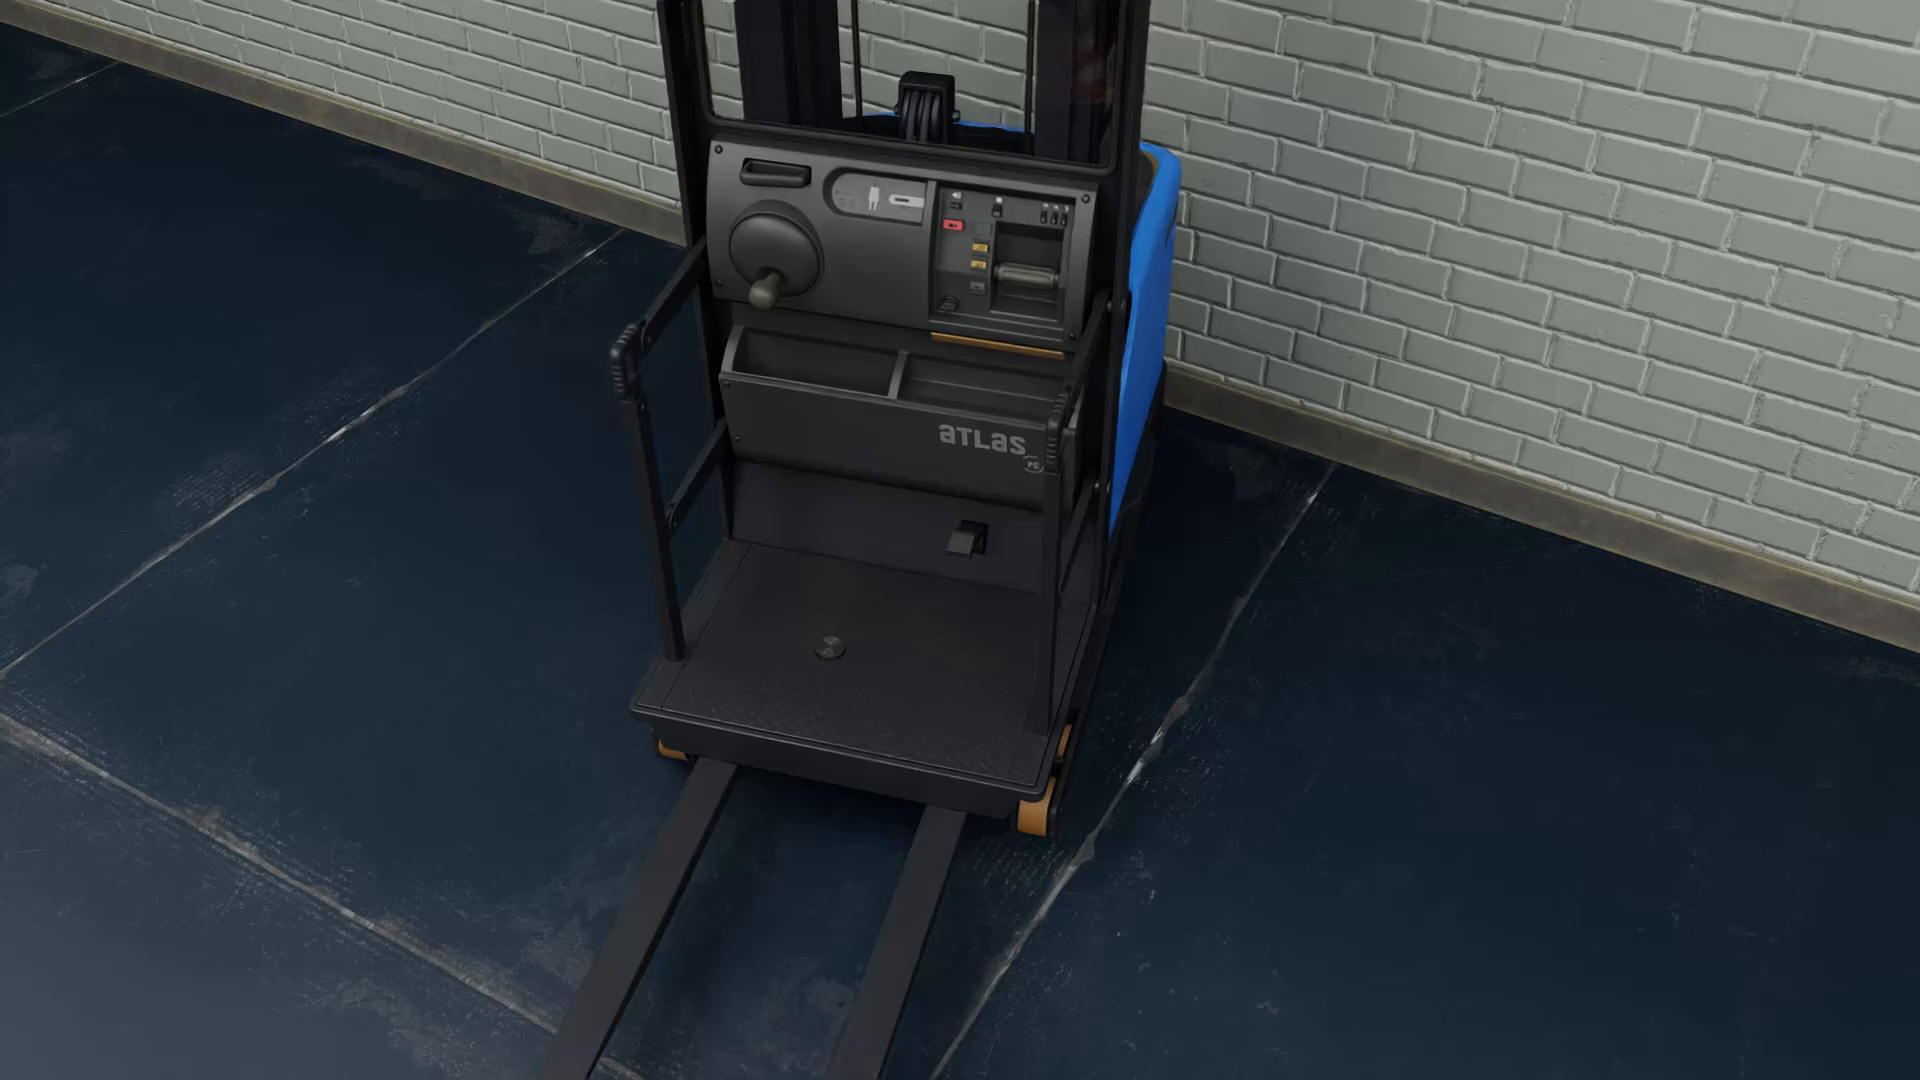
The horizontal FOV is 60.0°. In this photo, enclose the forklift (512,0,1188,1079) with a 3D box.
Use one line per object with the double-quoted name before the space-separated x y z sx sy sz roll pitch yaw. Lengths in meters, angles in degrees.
"forklift" -0.212 -0.627 3.745 1.130 2.935 3.031 11 43 12
